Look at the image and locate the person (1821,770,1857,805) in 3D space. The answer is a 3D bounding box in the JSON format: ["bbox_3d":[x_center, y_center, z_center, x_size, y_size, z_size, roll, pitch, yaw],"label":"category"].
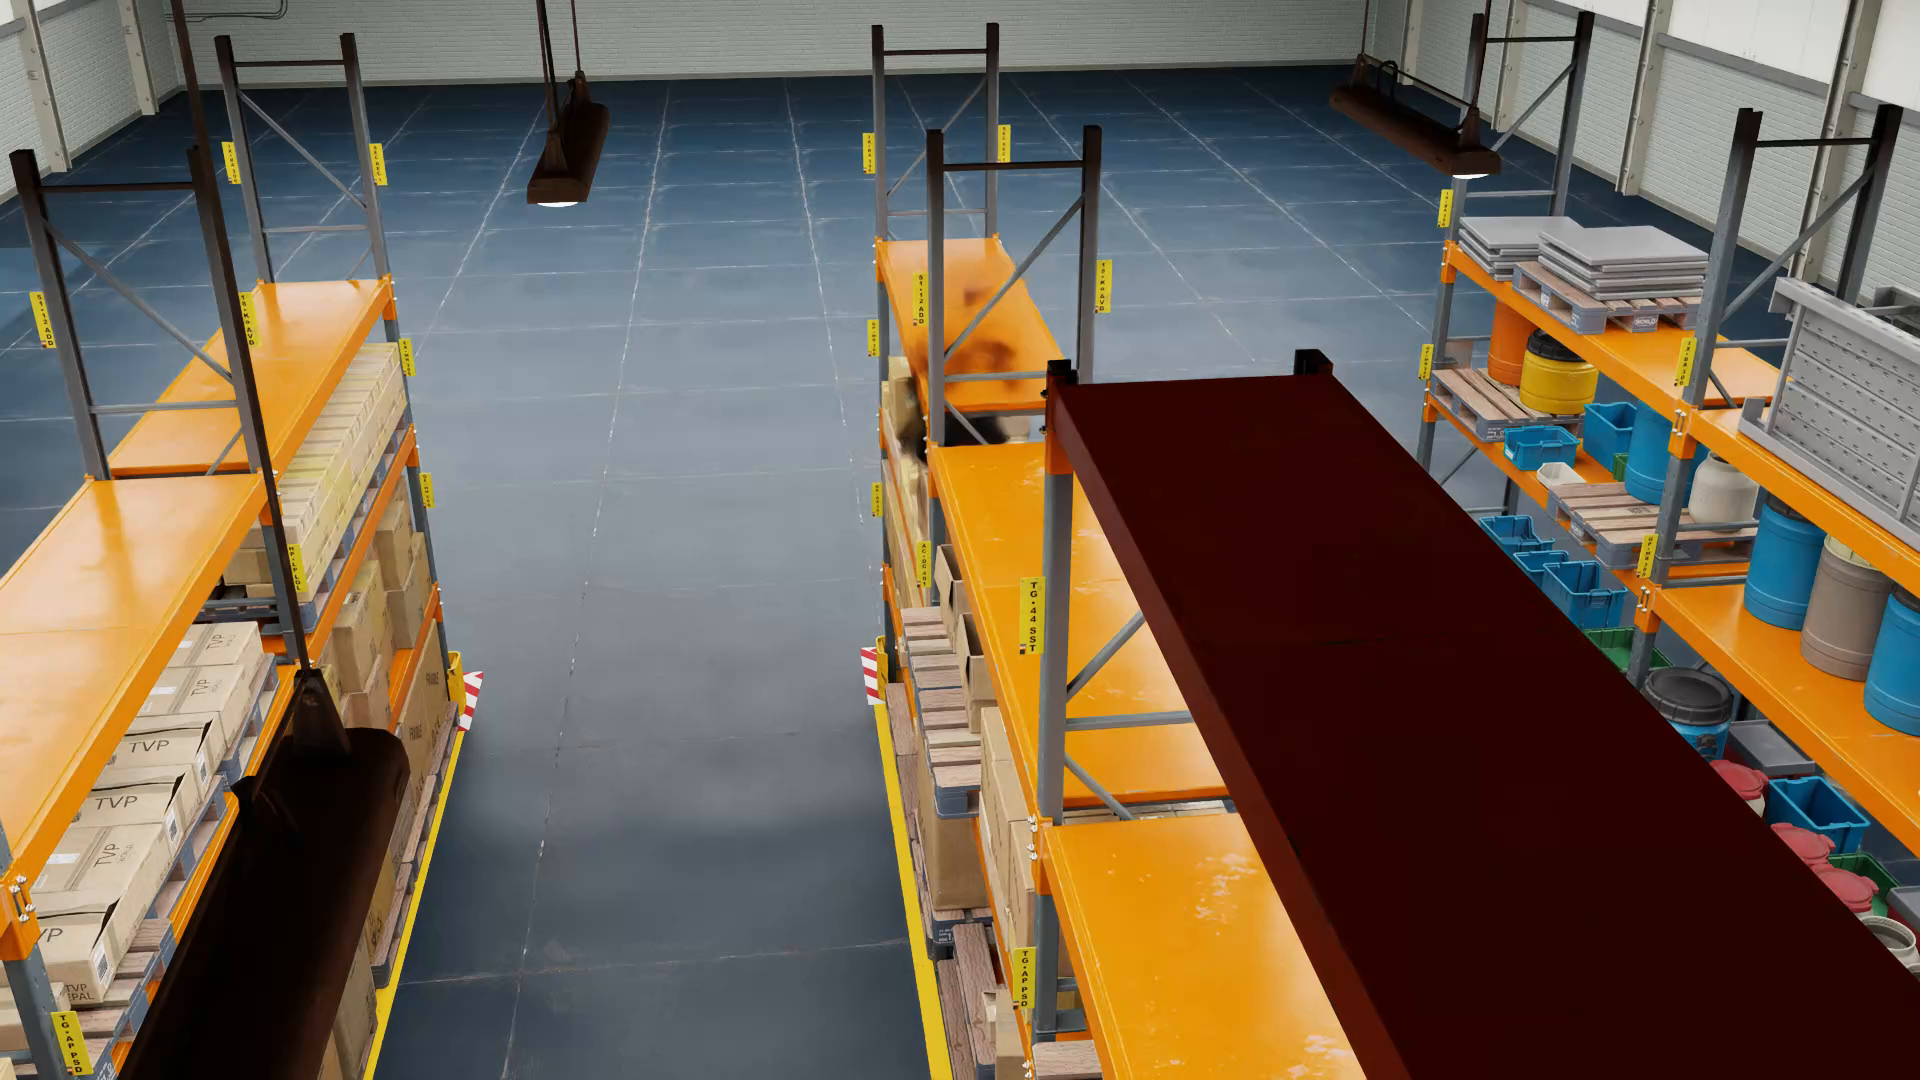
[{"bbox_3d":[6.749,1.804,12.666,0.644,1.751,0.642,-9,27,-19],"label":"person"}]
